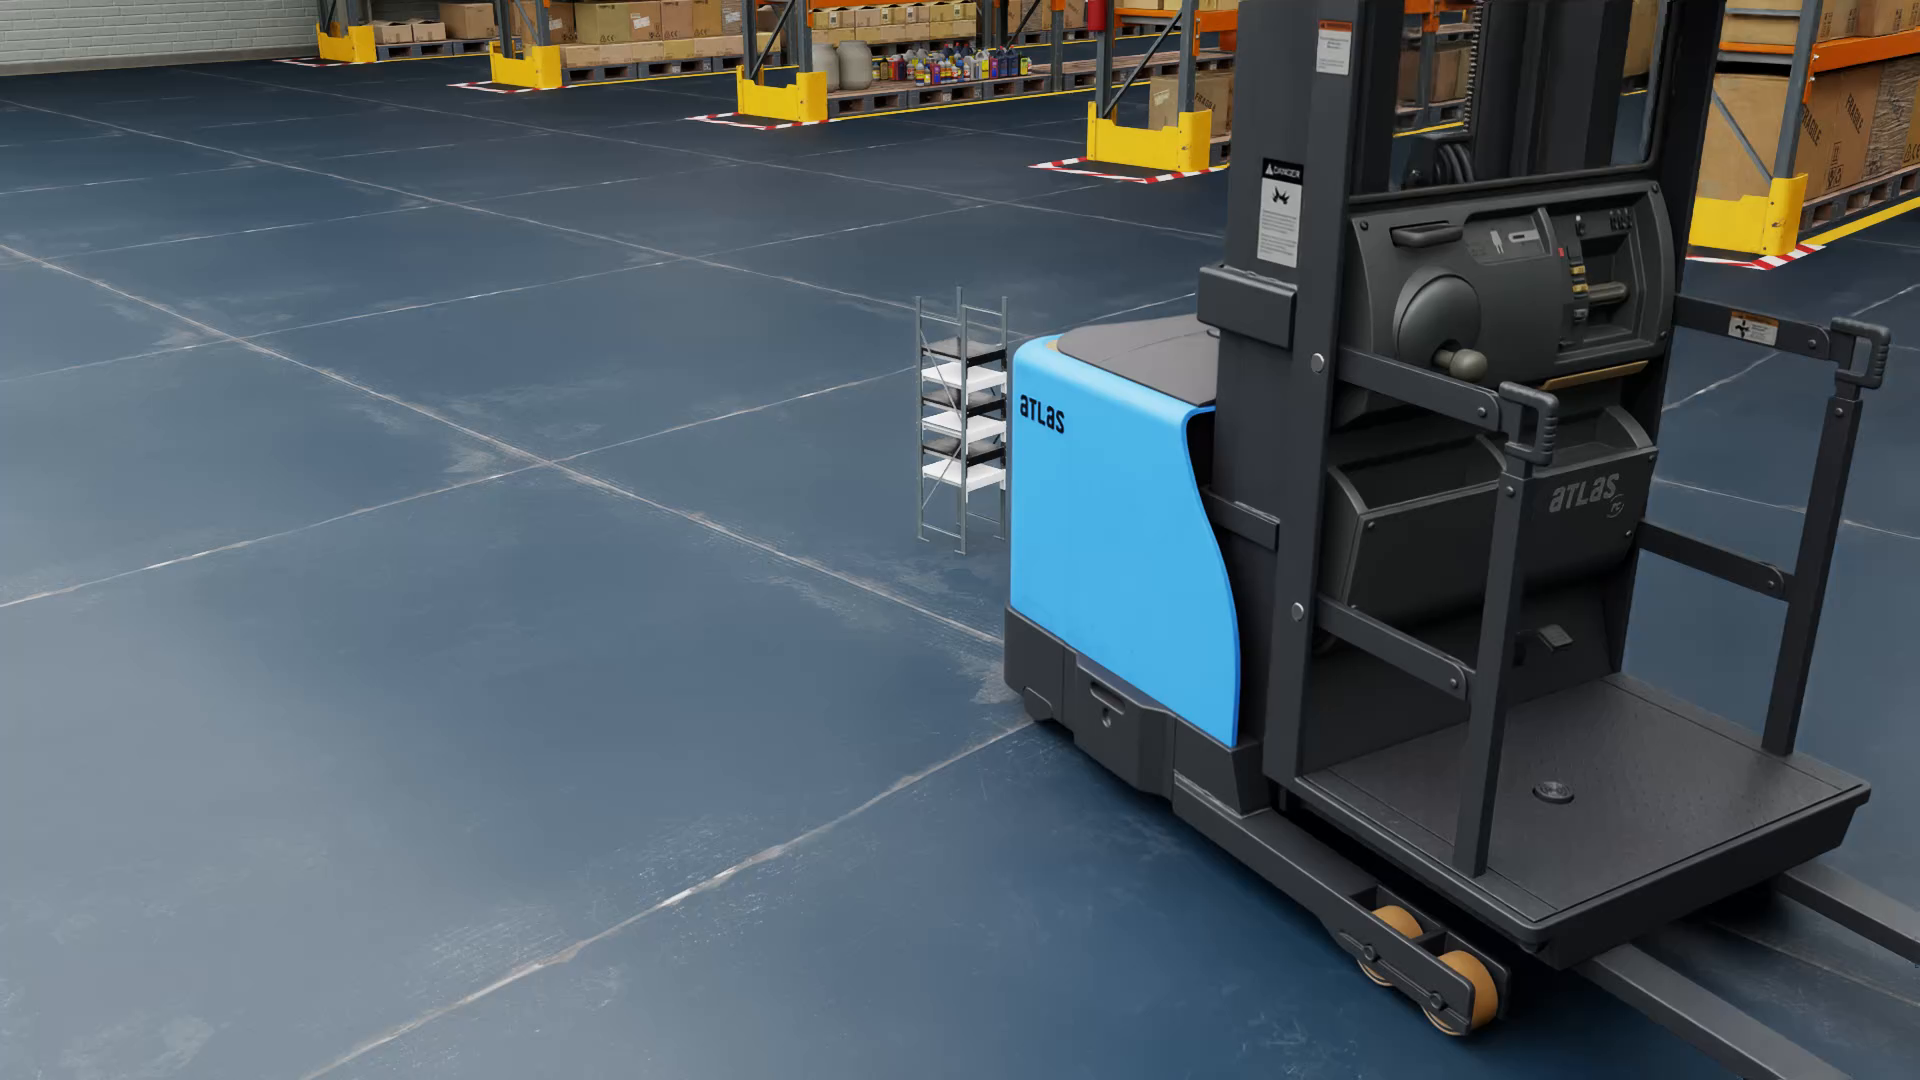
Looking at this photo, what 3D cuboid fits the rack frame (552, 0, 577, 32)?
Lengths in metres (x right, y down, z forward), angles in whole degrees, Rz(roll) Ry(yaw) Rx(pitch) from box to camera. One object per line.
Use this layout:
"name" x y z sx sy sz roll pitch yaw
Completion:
"rack frame" -6.252 -9.469 26.530 1.000 3.000 0.127 19 28 41

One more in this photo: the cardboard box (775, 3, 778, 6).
"cardboard box" -2.854 -9.846 29.922 0.750 0.750 0.750 19 28 40

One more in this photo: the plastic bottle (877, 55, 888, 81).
"plastic bottle" -0.908 -5.515 19.416 0.133 0.283 0.061 -19 28 -41

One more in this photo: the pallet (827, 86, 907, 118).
"pallet" -1.354 -4.899 18.525 1.003 0.211 1.213 19 28 41

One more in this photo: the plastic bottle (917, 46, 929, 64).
"plastic bottle" -0.442 -5.697 19.795 0.144 0.351 0.185 19 28 40

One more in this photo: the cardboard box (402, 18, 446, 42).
"cardboard box" -8.097 -7.693 25.044 0.500 0.311 0.500 -17 27 -38

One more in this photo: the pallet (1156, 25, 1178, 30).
"pallet" 4.212 -9.477 30.436 1.003 0.211 1.213 19 28 41

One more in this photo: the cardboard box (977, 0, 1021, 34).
"cardboard box" 0.613 -8.343 26.470 0.500 0.500 0.500 -19 28 -40

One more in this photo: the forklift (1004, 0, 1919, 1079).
"forklift" 1.311 -0.540 3.393 1.130 2.935 3.031 -12 24 -28

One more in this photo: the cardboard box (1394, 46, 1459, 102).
"cardboard box" 4.839 -4.941 17.620 0.700 0.500 0.500 17 27 37

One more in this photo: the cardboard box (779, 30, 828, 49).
"cardboard box" -2.241 -7.185 23.833 0.500 0.250 0.500 18 28 39

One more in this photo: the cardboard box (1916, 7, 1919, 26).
"cardboard box" 6.801 -4.199 12.608 0.875 0.550 0.550 19 28 41

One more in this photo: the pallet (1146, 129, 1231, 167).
"pallet" 2.250 -3.640 15.250 1.003 0.211 1.213 19 28 41

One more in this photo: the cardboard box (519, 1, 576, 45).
"cardboard box" -5.329 -6.677 21.468 0.500 0.500 0.500 19 28 41

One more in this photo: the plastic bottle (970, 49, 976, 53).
"plastic bottle" 0.104 -5.862 20.327 0.135 0.276 0.152 -19 28 -40

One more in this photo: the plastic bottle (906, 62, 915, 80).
"plastic bottle" -0.582 -5.510 19.516 0.097 0.201 0.097 0 21 0

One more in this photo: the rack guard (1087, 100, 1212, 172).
"rack guard" 1.658 -3.575 14.678 1.175 0.500 0.348 19 28 41

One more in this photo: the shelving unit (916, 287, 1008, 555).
"shelving unit" 0.006 -0.422 5.919 0.258 0.900 0.210 19 28 41

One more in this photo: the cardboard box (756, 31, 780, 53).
"cardboard box" -2.867 -6.969 23.273 0.500 0.250 0.500 19 28 41

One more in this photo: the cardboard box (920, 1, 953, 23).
"cardboard box" -0.456 -8.101 25.437 0.500 0.311 0.500 19 28 40

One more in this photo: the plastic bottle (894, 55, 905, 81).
"plastic bottle" -0.705 -5.512 19.408 0.061 0.283 0.133 19 28 41

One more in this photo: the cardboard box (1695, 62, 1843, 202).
"cardboard box" 5.514 -2.850 11.684 0.875 0.875 0.875 19 28 41

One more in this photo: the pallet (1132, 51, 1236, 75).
"pallet" 3.069 -6.527 22.762 1.003 0.211 1.213 19 28 41

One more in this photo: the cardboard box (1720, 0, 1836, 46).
"cardboard box" 5.315 -3.631 11.132 0.875 0.550 0.550 19 28 41

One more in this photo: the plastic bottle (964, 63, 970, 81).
"plastic bottle" 0.066 -5.441 19.337 0.097 0.201 0.097 0 21 0

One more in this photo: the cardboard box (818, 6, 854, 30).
"cardboard box" -1.880 -7.576 24.070 0.500 0.311 0.500 19 28 40

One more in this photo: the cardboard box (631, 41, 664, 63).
"cardboard box" -4.261 -6.455 21.935 0.500 0.250 0.500 19 28 41

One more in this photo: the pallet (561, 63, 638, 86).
"pallet" -4.987 -6.108 21.671 1.003 0.211 1.213 19 28 41

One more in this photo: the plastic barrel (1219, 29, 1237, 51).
"plastic barrel" 3.966 -7.331 23.406 0.600 0.830 0.708 19 28 41

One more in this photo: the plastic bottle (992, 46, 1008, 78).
"plastic bottle" 0.470 -5.672 19.729 0.144 0.351 0.185 18 27 38

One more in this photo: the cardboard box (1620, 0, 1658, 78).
"cardboard box" 7.682 -6.155 20.283 1.225 0.875 0.875 18 27 38

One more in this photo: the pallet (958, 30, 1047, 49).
"pallet" 0.639 -8.139 26.957 1.003 0.211 1.213 19 28 41

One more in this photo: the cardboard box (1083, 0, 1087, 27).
"cardboard box" 2.041 -8.873 27.850 0.500 0.500 0.500 20 29 41

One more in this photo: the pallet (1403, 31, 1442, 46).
"pallet" 6.913 -7.943 26.447 1.003 0.211 1.213 19 28 41

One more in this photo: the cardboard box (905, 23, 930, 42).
"cardboard box" -0.812 -7.713 25.208 0.500 0.250 0.500 -19 28 -41

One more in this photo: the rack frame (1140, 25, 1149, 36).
"rack frame" 2.881 -10.287 28.657 1.000 3.000 0.127 19 28 41

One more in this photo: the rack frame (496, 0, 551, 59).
"rack frame" -5.490 -7.202 20.632 1.000 3.000 0.127 19 28 41

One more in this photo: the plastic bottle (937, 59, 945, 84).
"plastic bottle" -0.217 -5.370 19.053 0.097 0.271 0.097 0 21 0

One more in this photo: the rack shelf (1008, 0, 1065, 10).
"rack shelf" 2.242 -7.168 21.546 1.077 0.370 4.000 19 28 41

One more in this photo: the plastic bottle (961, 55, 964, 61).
"plastic bottle" 0.052 -5.543 19.488 0.061 0.283 0.133 19 28 41

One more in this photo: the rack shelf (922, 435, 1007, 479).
"rack shelf" 0.006 -0.307 5.963 0.258 0.077 0.200 19 28 41

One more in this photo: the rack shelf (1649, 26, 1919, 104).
"rack shelf" 6.483 -3.633 12.348 1.077 0.370 4.000 19 28 41

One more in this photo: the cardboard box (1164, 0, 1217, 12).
"cardboard box" 1.975 -4.618 14.259 0.380 0.149 0.250 19 28 41

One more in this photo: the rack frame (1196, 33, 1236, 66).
"rack frame" 3.637 -8.018 22.754 1.000 3.000 0.127 19 28 41

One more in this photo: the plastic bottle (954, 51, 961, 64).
"plastic bottle" -0.028 -5.750 20.044 0.097 0.271 0.097 0 21 0

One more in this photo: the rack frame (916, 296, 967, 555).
"rack frame" -0.065 -0.396 5.851 0.240 0.900 0.006 19 28 41

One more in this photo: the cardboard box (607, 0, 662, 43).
"cardboard box" -4.270 -6.808 21.807 0.500 0.500 0.500 19 28 41
